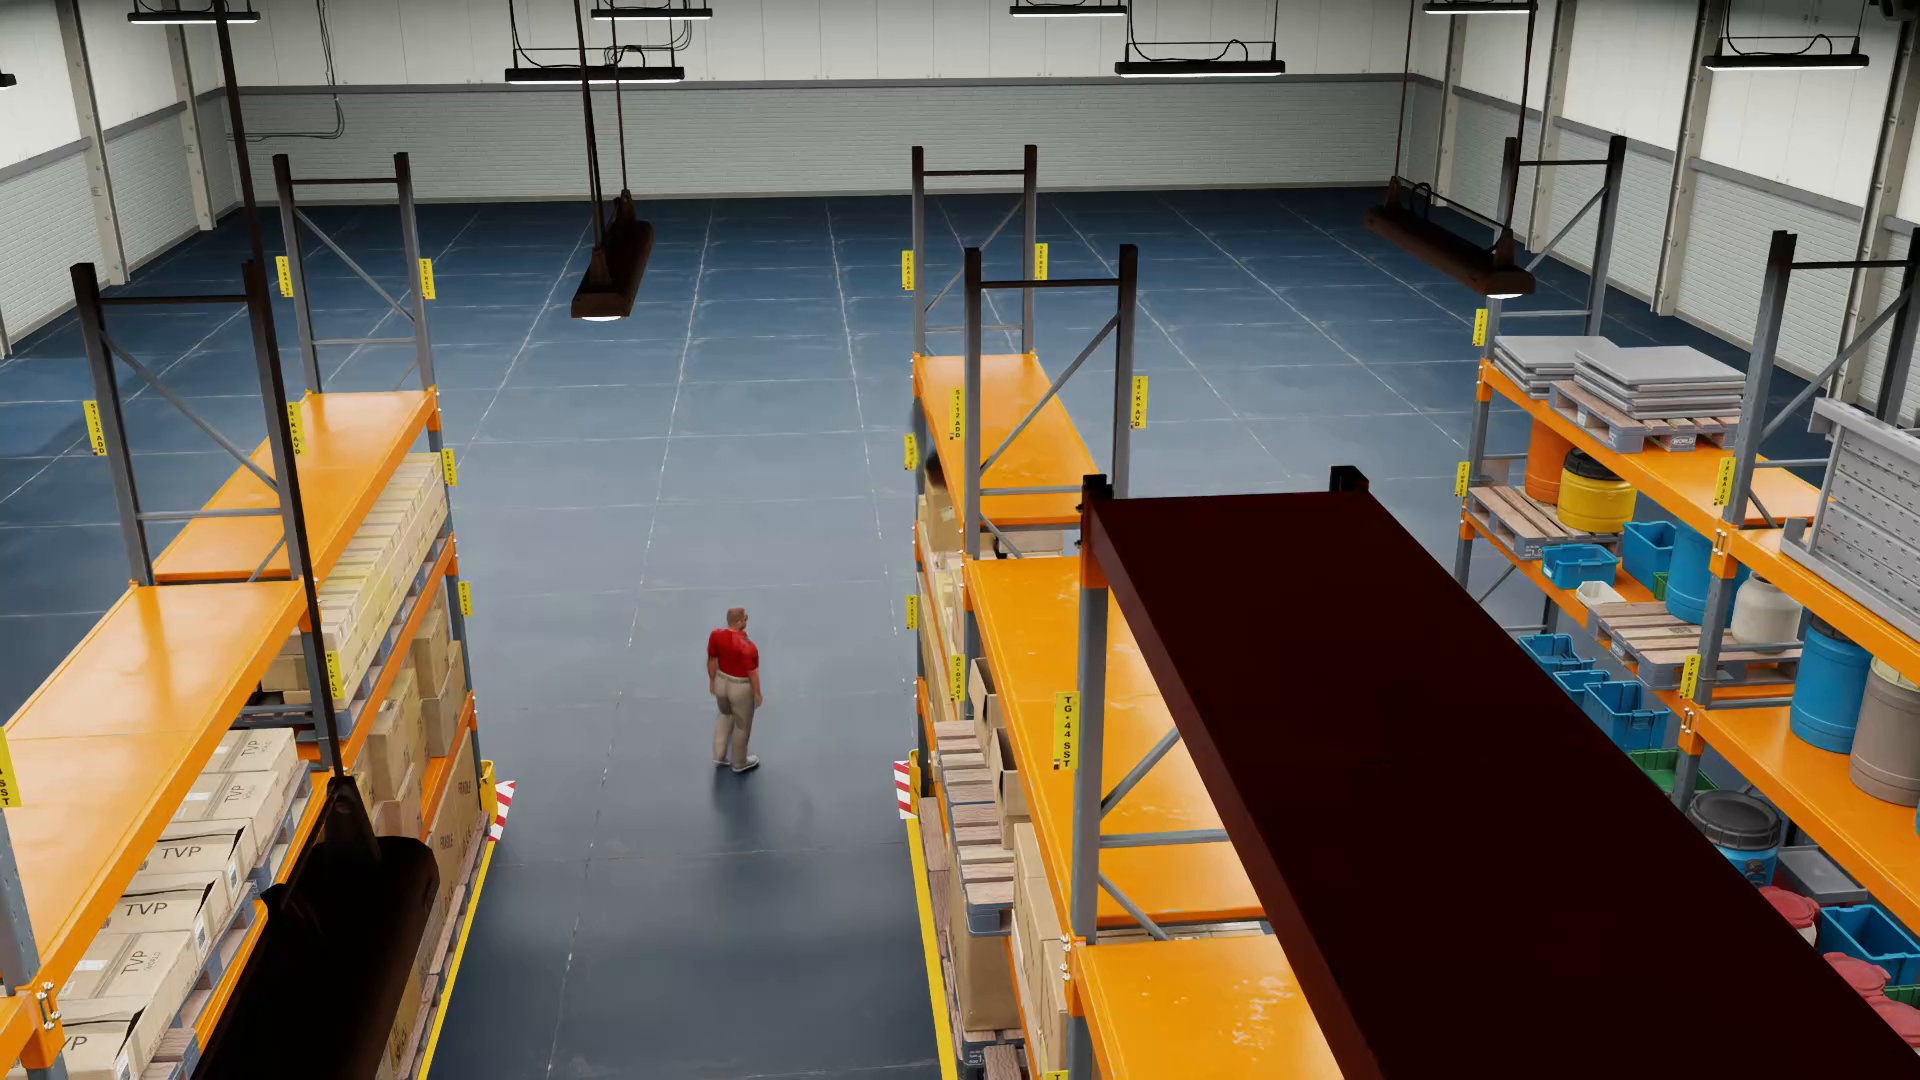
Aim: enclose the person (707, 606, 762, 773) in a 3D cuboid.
[{"bbox_3d":[-2.110,1.417,15.756,0.595,1.772,0.414,14,25,31],"label":"person"}]
